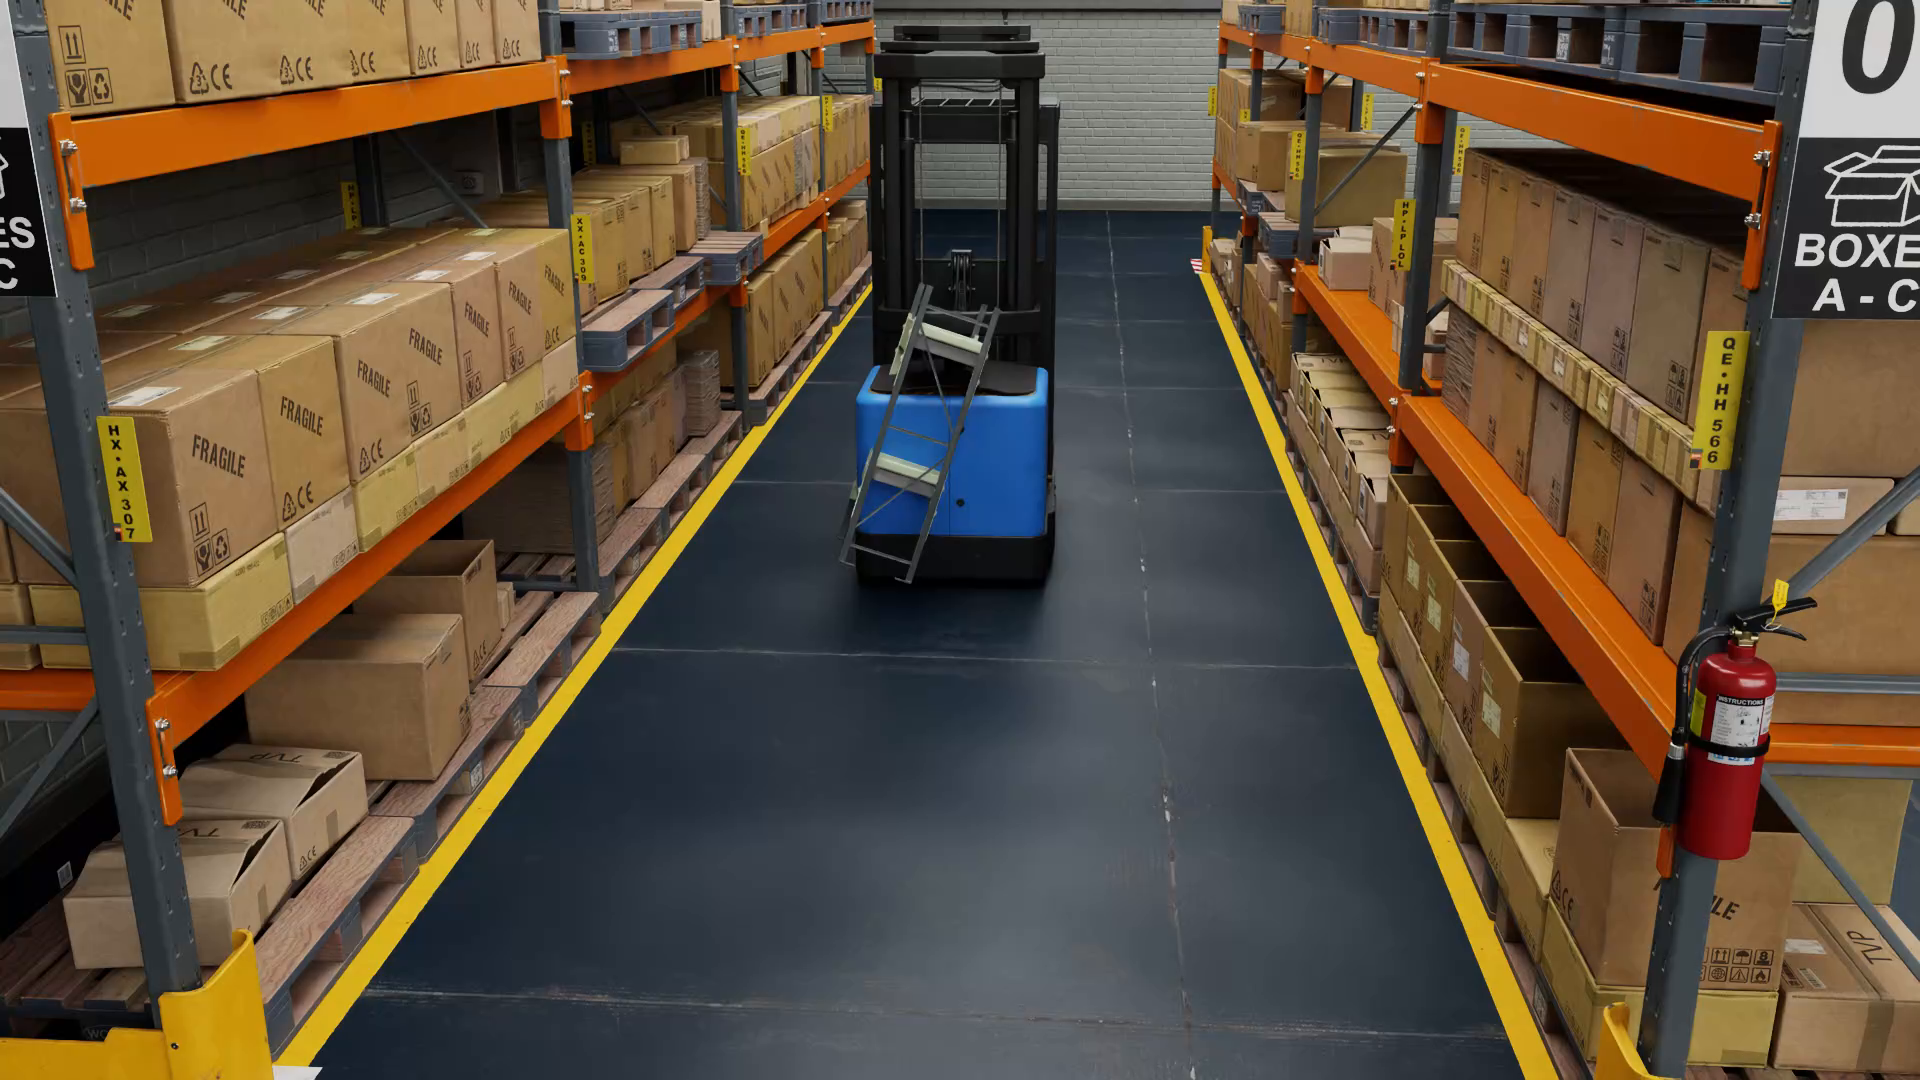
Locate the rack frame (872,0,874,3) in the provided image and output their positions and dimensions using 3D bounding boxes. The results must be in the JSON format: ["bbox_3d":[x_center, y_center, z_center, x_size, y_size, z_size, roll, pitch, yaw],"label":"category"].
[{"bbox_3d":[-1.495,-7.571,18.578,1.000,3.000,0.127,1,18,4],"label":"rack frame"}]

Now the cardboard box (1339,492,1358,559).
[{"bbox_3d":[2.365,-0.069,9.059,0.500,0.250,0.500,1,18,3],"label":"cardboard box"}]

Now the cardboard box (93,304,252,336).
[{"bbox_3d":[-2.741,-0.514,5.678,0.500,0.500,0.500,1,18,2],"label":"cardboard box"}]

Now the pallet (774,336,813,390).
[{"bbox_3d":[-1.847,-1.532,14.259,1.003,0.211,1.213,1,18,4],"label":"pallet"}]

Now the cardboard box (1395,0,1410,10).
[{"bbox_3d":[2.825,-3.197,9.613,0.500,0.250,0.500,1,18,3],"label":"cardboard box"}]

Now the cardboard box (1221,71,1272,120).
[{"bbox_3d":[3.122,-4.839,18.108,0.500,0.500,0.500,1,18,4],"label":"cardboard box"}]

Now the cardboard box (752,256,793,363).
[{"bbox_3d":[-1.816,-1.911,13.716,0.750,0.750,0.750,1,18,4],"label":"cardboard box"}]

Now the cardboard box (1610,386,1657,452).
[{"bbox_3d":[2.192,-0.359,5.000,0.380,0.149,0.250,2,18,5],"label":"cardboard box"}]

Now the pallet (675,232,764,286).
[{"bbox_3d":[-2.013,-1.921,11.276,1.213,0.211,1.003,1,18,4],"label":"pallet"}]

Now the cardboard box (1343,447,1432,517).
[{"bbox_3d":[2.360,-0.337,8.976,0.500,0.311,0.500,2,18,5],"label":"cardboard box"}]

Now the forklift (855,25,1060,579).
[{"bbox_3d":[0.040,-1.589,10.064,1.130,2.935,3.031,1,18,3],"label":"forklift"}]

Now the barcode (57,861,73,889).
[{"bbox_3d":[-2.900,1.086,5.389,0.001,0.075,0.075,1,18,4],"label":"barcode"}]

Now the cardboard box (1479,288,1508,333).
[{"bbox_3d":[2.322,-0.921,6.714,0.380,0.149,0.250,1,18,3],"label":"cardboard box"}]

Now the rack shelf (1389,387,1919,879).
[{"bbox_3d":[2.443,0.079,6.020,1.077,0.370,4.000,1,18,4],"label":"rack shelf"}]

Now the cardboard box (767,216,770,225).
[{"bbox_3d":[-1.749,-2.623,13.483,0.380,0.149,0.250,2,18,5],"label":"cardboard box"}]

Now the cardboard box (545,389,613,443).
[{"bbox_3d":[-2.291,-0.737,9.458,0.500,0.250,0.500,1,18,3],"label":"cardboard box"}]

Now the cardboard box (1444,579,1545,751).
[{"bbox_3d":[2.135,0.470,6.210,0.500,0.500,0.500,1,18,4],"label":"cardboard box"}]

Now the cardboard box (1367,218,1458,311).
[{"bbox_3d":[2.769,-1.652,9.988,0.500,0.500,0.500,0,18,1],"label":"cardboard box"}]

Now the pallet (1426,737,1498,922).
[{"bbox_3d":[2.402,1.067,6.328,1.003,0.211,1.213,1,18,4],"label":"pallet"}]

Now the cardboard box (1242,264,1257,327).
[{"bbox_3d":[2.882,-2.245,15.265,0.500,0.500,0.500,0,18,1],"label":"cardboard box"}]

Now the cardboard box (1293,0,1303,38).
[{"bbox_3d":[2.907,-3.894,12.012,0.910,0.500,0.500,1,18,4],"label":"cardboard box"}]

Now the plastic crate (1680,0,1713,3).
[{"bbox_3d":[8.081,-5.749,18.044,0.497,0.269,0.590,1,18,4],"label":"plastic crate"}]

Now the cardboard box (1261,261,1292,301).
[{"bbox_3d":[2.775,-2.135,13.725,0.500,0.250,0.500,1,18,3],"label":"cardboard box"}]

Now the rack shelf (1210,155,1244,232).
[{"bbox_3d":[3.303,-3.648,17.394,1.077,0.370,4.000,1,18,4],"label":"rack shelf"}]

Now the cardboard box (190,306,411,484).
[{"bbox_3d":[-2.219,-0.501,5.639,0.500,0.500,0.500,1,18,2],"label":"cardboard box"}]

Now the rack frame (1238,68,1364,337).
[{"bbox_3d":[3.160,-3.369,15.387,1.000,3.000,0.127,1,18,4],"label":"rack frame"}]

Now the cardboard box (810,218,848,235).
[{"bbox_3d":[-1.382,-3.292,17.452,0.380,0.149,0.250,1,18,2],"label":"cardboard box"}]

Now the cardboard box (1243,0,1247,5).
[{"bbox_3d":[2.976,-5.035,15.895,0.500,0.250,0.500,1,18,4],"label":"cardboard box"}]

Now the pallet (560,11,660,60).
[{"bbox_3d":[-2.205,-2.519,8.278,1.213,0.211,1.003,1,18,4],"label":"pallet"}]

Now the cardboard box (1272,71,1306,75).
[{"bbox_3d":[3.653,-4.832,18.087,0.500,0.500,0.500,2,18,5],"label":"cardboard box"}]

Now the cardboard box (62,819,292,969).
[{"bbox_3d":[-2.503,1.105,5.346,0.500,0.311,0.500,-1,18,-2],"label":"cardboard box"}]

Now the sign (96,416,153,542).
[{"bbox_3d":[-2.101,-0.150,4.175,0.100,0.325,0.005,1,18,4],"label":"sign"}]

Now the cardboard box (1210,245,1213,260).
[{"bbox_3d":[3.056,-3.274,18.940,0.380,0.166,0.250,1,18,4],"label":"cardboard box"}]

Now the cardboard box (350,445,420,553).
[{"bbox_3d":[-2.225,-0.154,5.783,0.500,0.250,0.500,1,18,3],"label":"cardboard box"}]

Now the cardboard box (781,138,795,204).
[{"bbox_3d":[-1.665,-3.058,13.767,0.500,0.500,0.500,2,18,5],"label":"cardboard box"}]

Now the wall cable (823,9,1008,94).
[{"bbox_3d":[-0.733,-7.844,24.398,3.097,2.526,0.112,1,18,4],"label":"wall cable"}]

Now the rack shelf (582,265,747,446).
[{"bbox_3d":[-2.212,-1.273,10.145,1.077,0.370,4.000,1,18,4],"label":"rack shelf"}]

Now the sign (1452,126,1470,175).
[{"bbox_3d":[3.427,-2.665,11.380,0.100,0.325,0.005,1,18,4],"label":"sign"}]

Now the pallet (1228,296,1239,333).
[{"bbox_3d":[3.210,-2.257,16.472,1.003,0.211,1.213,1,18,4],"label":"pallet"}]

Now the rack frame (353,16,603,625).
[{"bbox_3d":[-2.355,-0.993,8.138,1.000,3.000,0.127,1,18,4],"label":"rack frame"}]

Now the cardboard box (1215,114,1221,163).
[{"bbox_3d":[3.152,-4.527,18.760,0.500,0.500,0.500,2,18,5],"label":"cardboard box"}]

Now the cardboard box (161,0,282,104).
[{"bbox_3d":[-2.294,-1.498,4.667,0.500,0.500,0.500,2,18,8],"label":"cardboard box"}]

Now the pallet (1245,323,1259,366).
[{"bbox_3d":[3.139,-1.790,15.047,1.003,0.211,1.213,1,18,4],"label":"pallet"}]

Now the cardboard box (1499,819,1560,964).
[{"bbox_3d":[2.067,1.137,5.378,0.500,0.250,0.500,1,18,4],"label":"cardboard box"}]

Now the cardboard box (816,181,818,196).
[{"bbox_3d":[-1.523,-3.257,15.417,0.380,0.149,0.250,1,18,4],"label":"cardboard box"}]

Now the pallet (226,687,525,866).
[{"bbox_3d":[-2.453,0.921,6.773,1.003,0.211,1.213,1,18,4],"label":"pallet"}]

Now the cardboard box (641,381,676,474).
[{"bbox_3d":[-2.228,-0.720,10.611,0.700,0.500,0.500,1,18,4],"label":"cardboard box"}]

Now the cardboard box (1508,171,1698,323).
[{"bbox_3d":[2.489,-1.098,6.212,0.700,0.500,0.500,1,18,4],"label":"cardboard box"}]

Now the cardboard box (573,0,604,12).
[{"bbox_3d":[-2.192,-2.935,8.716,0.500,0.311,0.500,2,18,6],"label":"cardboard box"}]

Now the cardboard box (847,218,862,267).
[{"bbox_3d":[-1.481,-3.357,18.691,0.700,0.500,0.500,1,18,4],"label":"cardboard box"}]

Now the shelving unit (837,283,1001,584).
[{"bbox_3d":[-0.241,-0.596,8.945,0.431,1.500,0.755,17,8,-7],"label":"shelving unit"}]

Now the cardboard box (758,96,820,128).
[{"bbox_3d":[-1.560,-3.882,15.079,0.500,0.250,0.500,2,18,5],"label":"cardboard box"}]

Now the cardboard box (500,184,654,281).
[{"bbox_3d":[-2.221,-1.786,9.689,0.700,0.500,0.500,4,19,11],"label":"cardboard box"}]

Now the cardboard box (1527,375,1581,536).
[{"bbox_3d":[2.454,-0.315,5.906,0.700,0.500,0.500,2,18,6],"label":"cardboard box"}]
